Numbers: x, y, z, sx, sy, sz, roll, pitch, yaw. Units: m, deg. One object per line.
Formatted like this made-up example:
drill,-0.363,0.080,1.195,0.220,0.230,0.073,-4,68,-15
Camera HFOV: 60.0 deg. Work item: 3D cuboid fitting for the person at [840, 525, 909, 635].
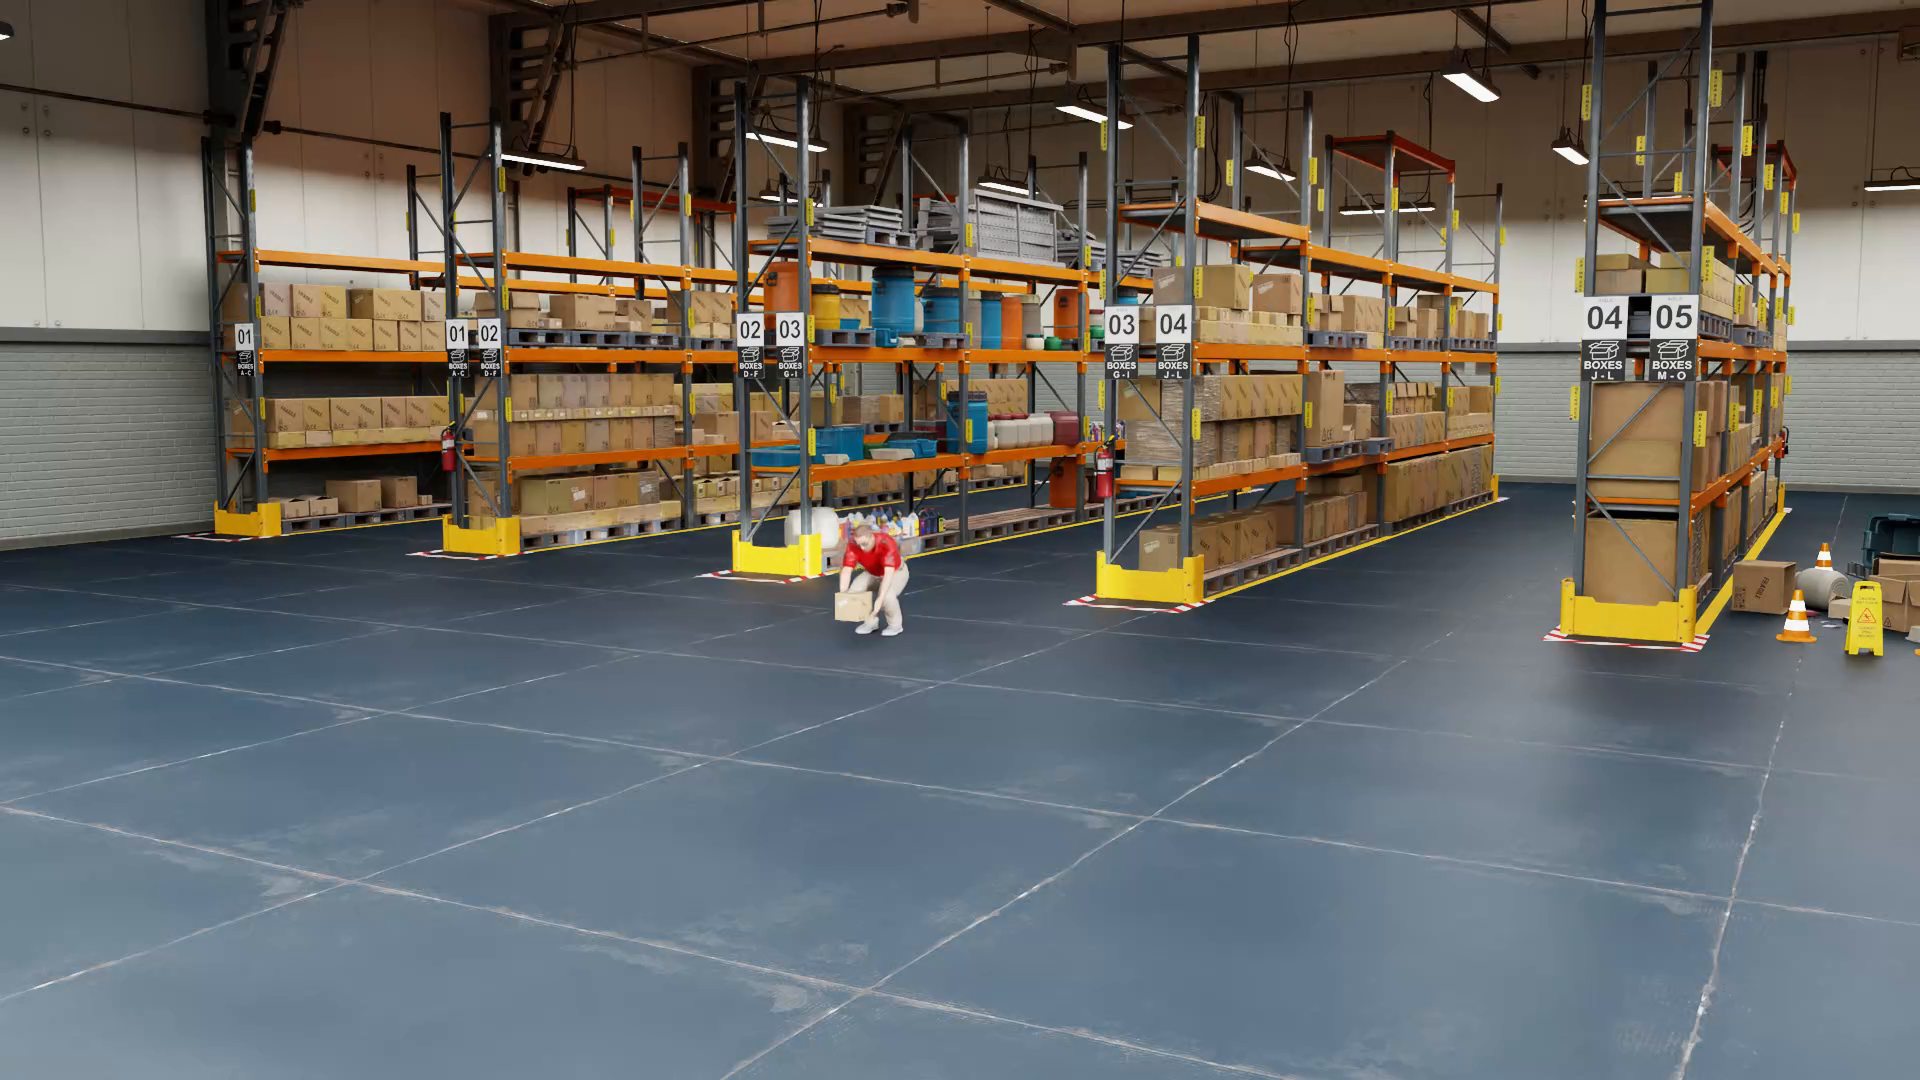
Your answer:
person,-0.785,0.371,15.812,0.576,1.077,0.844,3,7,28
